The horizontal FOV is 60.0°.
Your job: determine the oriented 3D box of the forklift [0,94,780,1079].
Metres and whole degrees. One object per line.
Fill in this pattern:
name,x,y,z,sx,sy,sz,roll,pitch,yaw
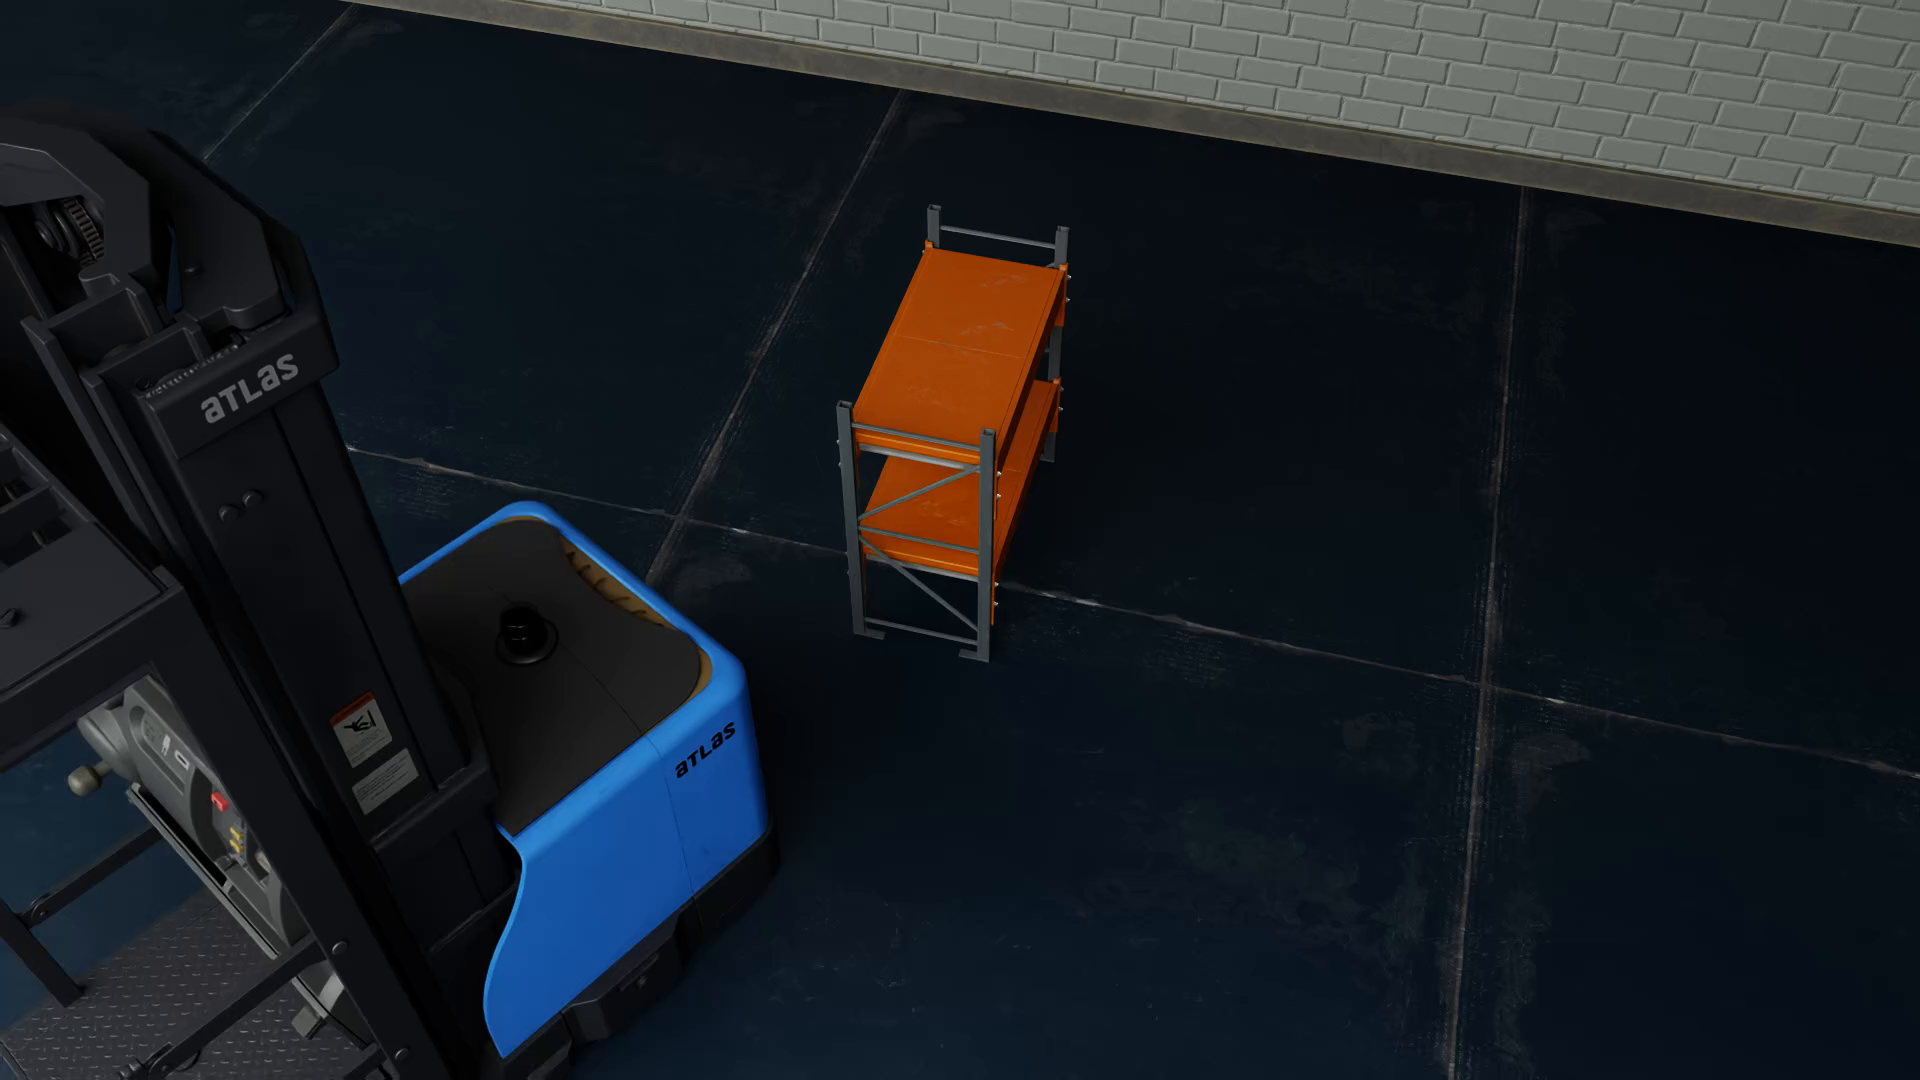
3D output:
forklift,-1.939,0.652,3.719,1.130,2.935,3.031,35,57,27

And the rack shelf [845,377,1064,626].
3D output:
rack shelf,-0.002,-0.206,6.007,0.538,0.278,1.000,12,50,10

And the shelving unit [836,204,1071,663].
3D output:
shelving unit,-0.002,-0.367,5.824,0.538,1.125,1.048,12,50,10

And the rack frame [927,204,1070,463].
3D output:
rack frame,0.132,-0.735,6.148,0.500,1.125,0.032,12,50,10

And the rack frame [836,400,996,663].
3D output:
rack frame,-0.136,0.000,5.499,0.500,1.125,0.032,12,50,10

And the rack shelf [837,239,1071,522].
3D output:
rack shelf,-0.002,-0.561,5.605,0.538,0.278,1.000,12,50,10
